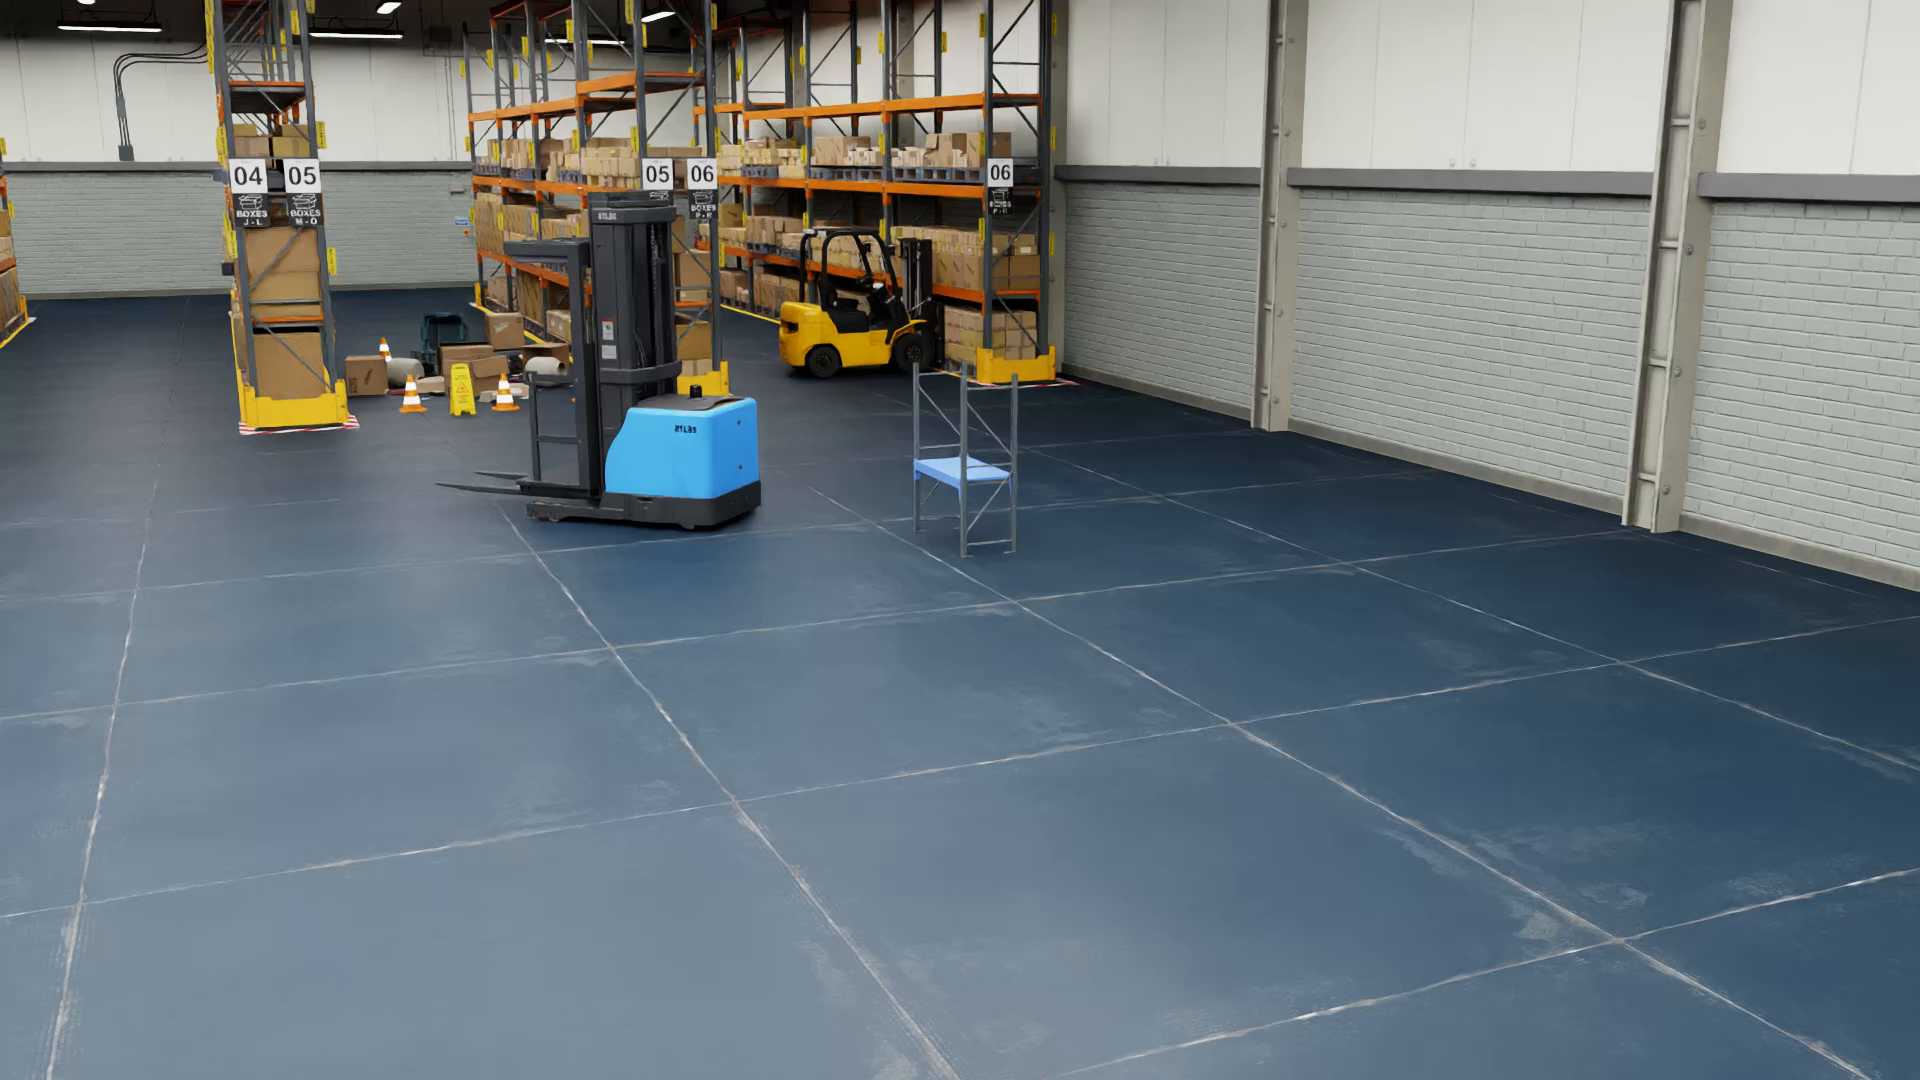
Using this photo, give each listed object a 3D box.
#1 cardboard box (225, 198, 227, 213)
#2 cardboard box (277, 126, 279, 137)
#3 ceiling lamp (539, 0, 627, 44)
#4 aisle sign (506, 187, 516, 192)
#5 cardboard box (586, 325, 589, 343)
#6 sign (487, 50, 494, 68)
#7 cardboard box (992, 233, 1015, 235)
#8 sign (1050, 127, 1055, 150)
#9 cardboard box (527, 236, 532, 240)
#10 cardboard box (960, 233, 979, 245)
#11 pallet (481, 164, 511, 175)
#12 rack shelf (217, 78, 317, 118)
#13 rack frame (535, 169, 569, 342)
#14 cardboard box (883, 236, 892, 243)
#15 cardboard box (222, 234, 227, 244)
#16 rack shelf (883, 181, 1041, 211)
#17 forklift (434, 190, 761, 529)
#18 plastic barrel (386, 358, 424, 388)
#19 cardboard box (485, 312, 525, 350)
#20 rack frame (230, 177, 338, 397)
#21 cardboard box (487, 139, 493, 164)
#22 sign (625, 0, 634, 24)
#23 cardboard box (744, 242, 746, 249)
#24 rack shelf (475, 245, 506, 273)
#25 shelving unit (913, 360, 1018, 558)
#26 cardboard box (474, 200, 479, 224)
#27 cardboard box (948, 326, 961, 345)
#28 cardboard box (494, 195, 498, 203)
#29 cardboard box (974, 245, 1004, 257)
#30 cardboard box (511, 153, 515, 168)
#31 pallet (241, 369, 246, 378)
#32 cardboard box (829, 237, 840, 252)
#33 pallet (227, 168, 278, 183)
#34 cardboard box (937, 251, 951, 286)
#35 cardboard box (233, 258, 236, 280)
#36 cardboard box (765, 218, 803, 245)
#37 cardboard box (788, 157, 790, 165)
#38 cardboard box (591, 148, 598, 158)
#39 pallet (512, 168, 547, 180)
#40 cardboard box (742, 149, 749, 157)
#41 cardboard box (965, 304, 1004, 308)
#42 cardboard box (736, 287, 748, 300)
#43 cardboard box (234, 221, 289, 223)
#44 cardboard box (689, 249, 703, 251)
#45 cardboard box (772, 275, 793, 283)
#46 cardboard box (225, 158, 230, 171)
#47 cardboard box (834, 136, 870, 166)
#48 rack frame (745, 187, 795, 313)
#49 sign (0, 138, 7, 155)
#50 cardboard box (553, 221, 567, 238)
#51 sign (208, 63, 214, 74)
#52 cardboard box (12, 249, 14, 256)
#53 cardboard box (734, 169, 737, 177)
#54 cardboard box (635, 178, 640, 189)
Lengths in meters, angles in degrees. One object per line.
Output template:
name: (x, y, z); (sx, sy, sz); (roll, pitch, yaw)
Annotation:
cardboard box: (-13.676, -6.252, 31.631); (0.500, 0.500, 0.500); (-6, 14, -25)
cardboard box: (-8.571, -5.254, 21.402); (0.380, 0.149, 0.250); (-6, 14, -24)
ceiling lamp: (-8.795, -13.246, 38.698); (2.000, 3.185, 0.800); (-6, 14, -23)
aisle sign: (-9.880, -7.996, 36.500); (0.394, 0.787, 0.004); (-6, 14, -23)
cardboard box: (-5.540, -3.240, 26.612); (0.950, 0.372, 0.625); (-5, 14, -22)
sign: (-9.051, -9.270, 32.043); (0.100, 0.325, 0.005); (-6, 14, -23)
cardboard box: (0.689, -4.539, 25.008); (0.380, 0.149, 0.250); (-5, 14, -22)
sign: (1.332, -5.805, 24.032); (0.100, 0.325, 0.005); (-6, 14, -23)
cardboard box: (-7.566, -5.387, 30.217); (0.500, 0.250, 0.500); (-6, 14, -24)
cardboard box: (0.227, -4.494, 24.817); (0.380, 0.149, 0.250); (-5, 14, -22)
pallet: (-9.336, -7.700, 34.531); (1.003, 0.211, 1.213); (-6, 14, -23)
rack shelf: (-9.022, -5.704, 21.539); (1.077, 0.370, 4.000); (-6, 14, -23)
rack frame: (-6.930, -5.034, 29.467); (1.000, 3.000, 0.127); (-6, 14, -23)
cardboard box: (-1.122, -5.072, 27.971); (0.380, 0.149, 0.250); (-5, 14, -21)
cardboard box: (-12.042, -4.998, 27.617); (0.380, 0.149, 0.250); (-6, 14, -25)
rack shelf: (0.020, -5.354, 25.794); (1.077, 0.370, 4.000); (-6, 14, -23)
forklift: (-3.422, -1.701, 15.219); (3.031, 2.935, 1.130); (5, 14, 19)
plastic barrel: (-7.963, -2.388, 23.751); (0.512, 0.421, 0.421); (4, 14, 16)
cardboard box: (-6.947, -3.191, 25.371); (0.500, 0.500, 0.500); (-6, 14, -23)
rack frame: (-8.221, -2.913, 20.304); (1.000, 3.000, 0.127); (-6, 14, -23)
cardboard box: (-9.465, -8.020, 34.342); (0.500, 0.500, 0.500); (-5, 14, -22)
sign: (-4.242, -6.790, 21.328); (0.100, 0.325, 0.005); (-6, 14, -23)
cardboard box: (-4.345, -6.230, 35.192); (0.380, 0.149, 0.250); (-5, 14, -22)
rack shelf: (-9.334, -5.923, 34.904); (1.077, 0.370, 4.000); (-6, 14, -23)
shelving unit: (0.034, -0.713, 14.125); (0.538, 1.500, 1.048); (-6, 14, -23)
cardboard box: (-10.204, -7.098, 35.945); (0.500, 0.500, 0.500); (-6, 14, -24)
cardboard box: (0.148, -3.116, 25.237); (0.500, 0.250, 0.500); (-6, 14, -24)
cardboard box: (-9.296, -6.963, 33.924); (0.380, 0.149, 0.250); (-6, 14, -23)
cardboard box: (0.425, -4.241, 24.382); (0.380, 0.149, 0.250); (-5, 14, -22)
cardboard box: (-8.121, -7.052, 30.900); (0.396, 0.266, 0.258); (-4, 14, -18)
pallet: (-10.201, -2.533, 24.848); (1.003, 0.211, 1.213); (-6, 14, -23)
cardboard box: (-2.037, -5.326, 29.955); (0.500, 0.250, 0.500); (-6, 14, -24)
pallet: (-9.505, -4.988, 22.812); (1.003, 0.211, 1.213); (-6, 14, -23)
cardboard box: (-0.022, -4.171, 25.516); (0.500, 0.500, 0.500); (-6, 14, -24)
cardboard box: (-10.887, -4.185, 25.579); (0.500, 0.500, 0.500); (-6, 14, -24)
cardboard box: (-3.475, -6.173, 33.237); (0.700, 0.500, 0.500); (-6, 14, -23)
cardboard box: (-3.108, -7.332, 32.194); (0.380, 0.149, 0.250); (-5, 14, -22)
cardboard box: (-5.192, -5.677, 24.383); (0.380, 0.149, 0.250); (-6, 14, -23)
pallet: (-7.688, -6.762, 30.701); (1.003, 0.211, 1.213); (-5, 14, -20)
cardboard box: (-4.268, -7.945, 34.138); (0.380, 0.149, 0.250); (-5, 14, -21)
cardboard box: (0.408, -3.506, 25.814); (0.500, 0.250, 0.500); (-6, 14, -23)
cardboard box: (-4.621, -5.344, 35.940); (0.396, 0.266, 0.258); (-5, 14, -21)
cardboard box: (-9.070, -3.923, 21.941); (0.875, 0.550, 0.500); (-6, 14, -23)
cardboard box: (-3.872, -3.804, 23.273); (0.500, 0.500, 0.500); (-5, 14, -21)
cardboard box: (-3.603, -5.301, 33.797); (0.380, 0.149, 0.250); (-6, 14, -23)
cardboard box: (-8.664, -4.543, 20.100); (0.380, 0.149, 0.250); (-6, 14, -23)
cardboard box: (-1.909, -6.864, 29.349); (0.500, 0.500, 0.500); (-5, 14, -22)
rack frame: (-3.986, -6.309, 34.978); (1.000, 3.000, 0.127); (-6, 14, -23)
sign: (-18.712, -7.692, 32.511); (0.100, 0.325, 0.005); (-6, 14, -23)
cardboard box: (-6.528, -5.102, 27.949); (0.500, 0.500, 0.500); (-5, 14, -22)
sign: (-15.127, -9.586, 33.584); (0.100, 0.325, 0.005); (-6, 14, -23)
cardboard box: (-18.771, -5.625, 32.580); (0.380, 0.149, 0.250); (-5, 14, -22)
cardboard box: (-4.596, -7.803, 35.337); (0.380, 0.149, 0.250); (-5, 14, -21)
cardboard box: (-4.125, -4.768, 22.225); (0.380, 0.149, 0.250); (-6, 14, -23)
